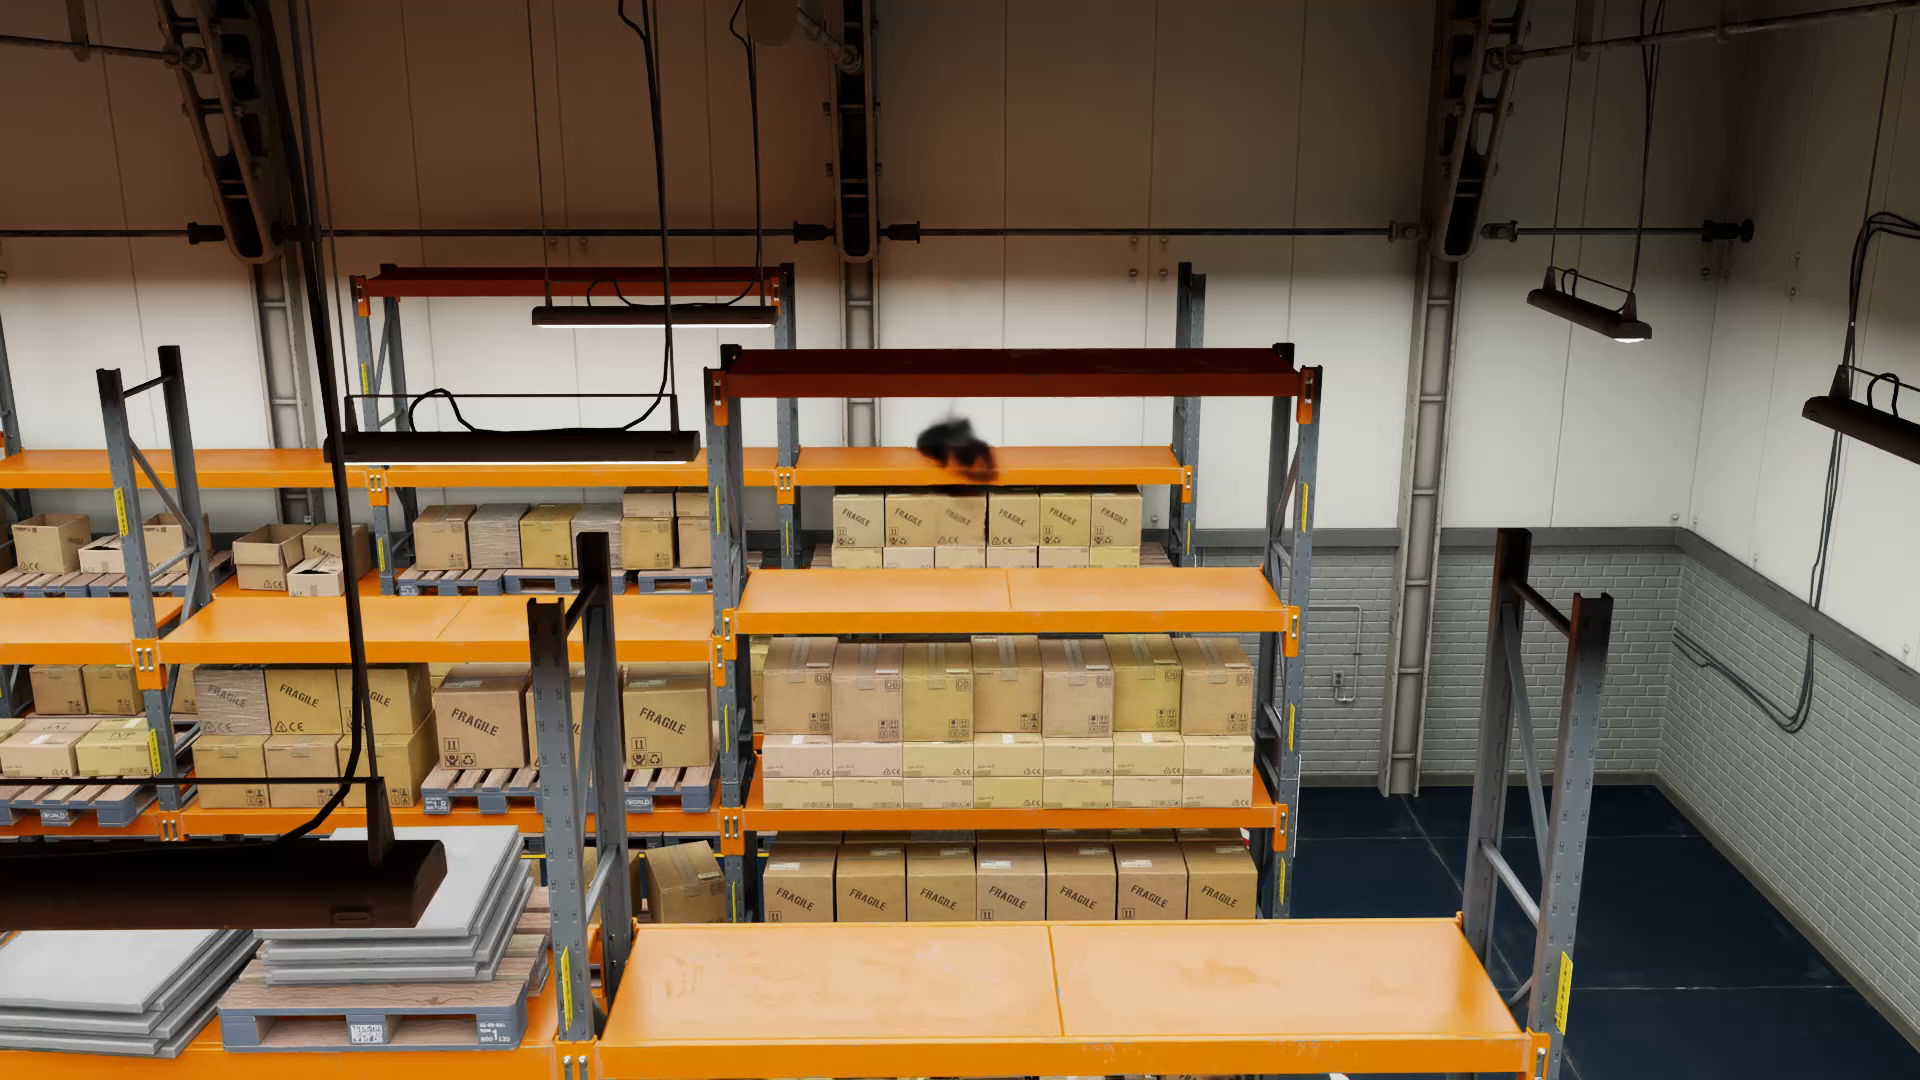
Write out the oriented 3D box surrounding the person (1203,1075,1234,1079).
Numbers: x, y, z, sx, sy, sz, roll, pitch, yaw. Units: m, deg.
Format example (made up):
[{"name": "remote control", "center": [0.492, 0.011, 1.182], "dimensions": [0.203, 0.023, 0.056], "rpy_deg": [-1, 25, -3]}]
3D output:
[{"name": "person", "center": [1.710, 4.242, 11.225], "dimensions": [0.533, 1.535, 0.542], "rpy_deg": [-9, 18, -27]}]
